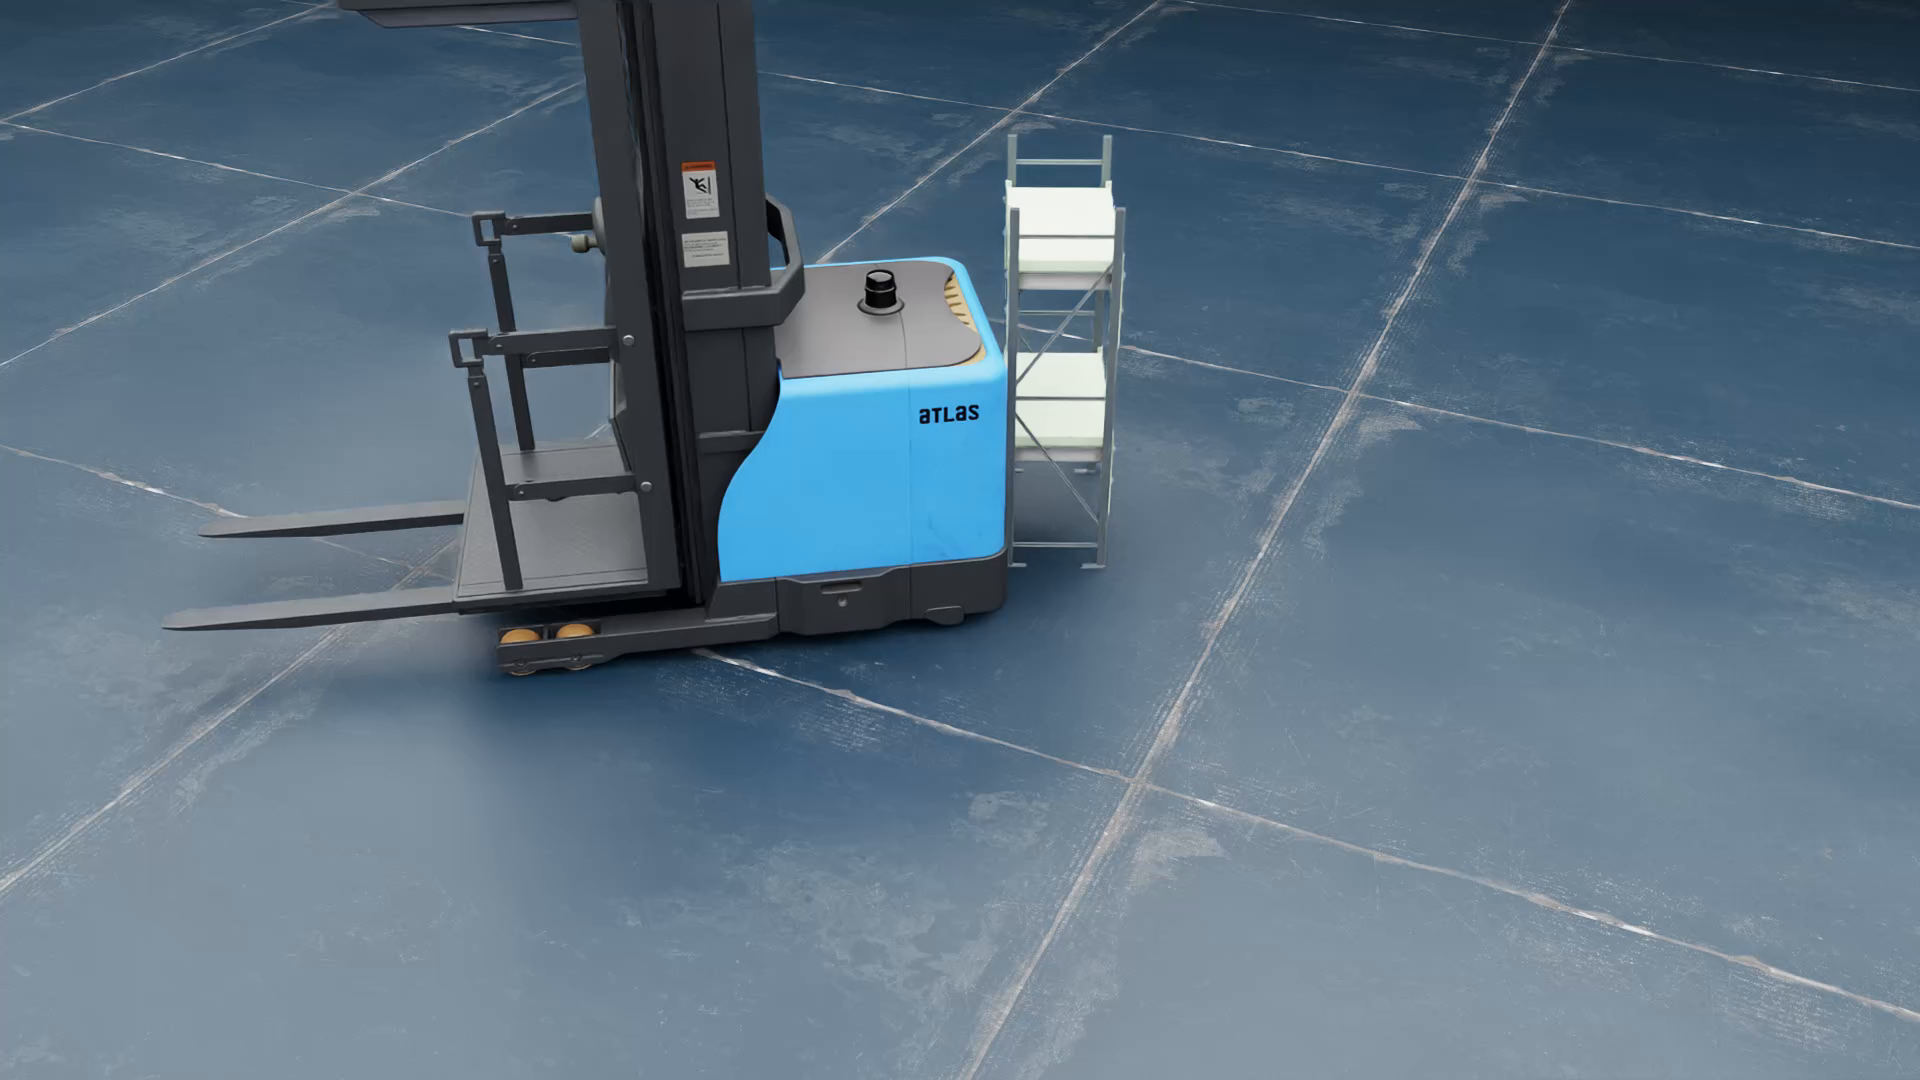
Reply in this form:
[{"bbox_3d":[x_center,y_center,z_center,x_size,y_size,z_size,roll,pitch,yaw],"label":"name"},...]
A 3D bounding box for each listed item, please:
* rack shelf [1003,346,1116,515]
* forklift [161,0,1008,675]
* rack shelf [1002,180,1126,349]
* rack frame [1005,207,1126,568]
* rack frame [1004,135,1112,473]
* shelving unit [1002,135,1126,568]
[{"bbox_3d":[0.379,-0.450,6.663,0.431,0.370,0.720,0,33,1],"label":"rack shelf"},{"bbox_3d":[-1.387,-1.050,5.678,3.031,2.935,1.130,-5,34,-8],"label":"forklift"},{"bbox_3d":[0.379,-1.049,6.271,0.431,0.370,0.720,0,33,1],"label":"rack shelf"},{"bbox_3d":[0.374,-0.522,6.178,0.400,1.500,0.023,0,33,1],"label":"rack frame"},{"bbox_3d":[0.384,-0.923,6.791,0.400,1.500,0.023,0,33,1],"label":"rack frame"},{"bbox_3d":[0.379,-0.723,6.485,0.431,1.500,0.755,0,33,1],"label":"shelving unit"}]
